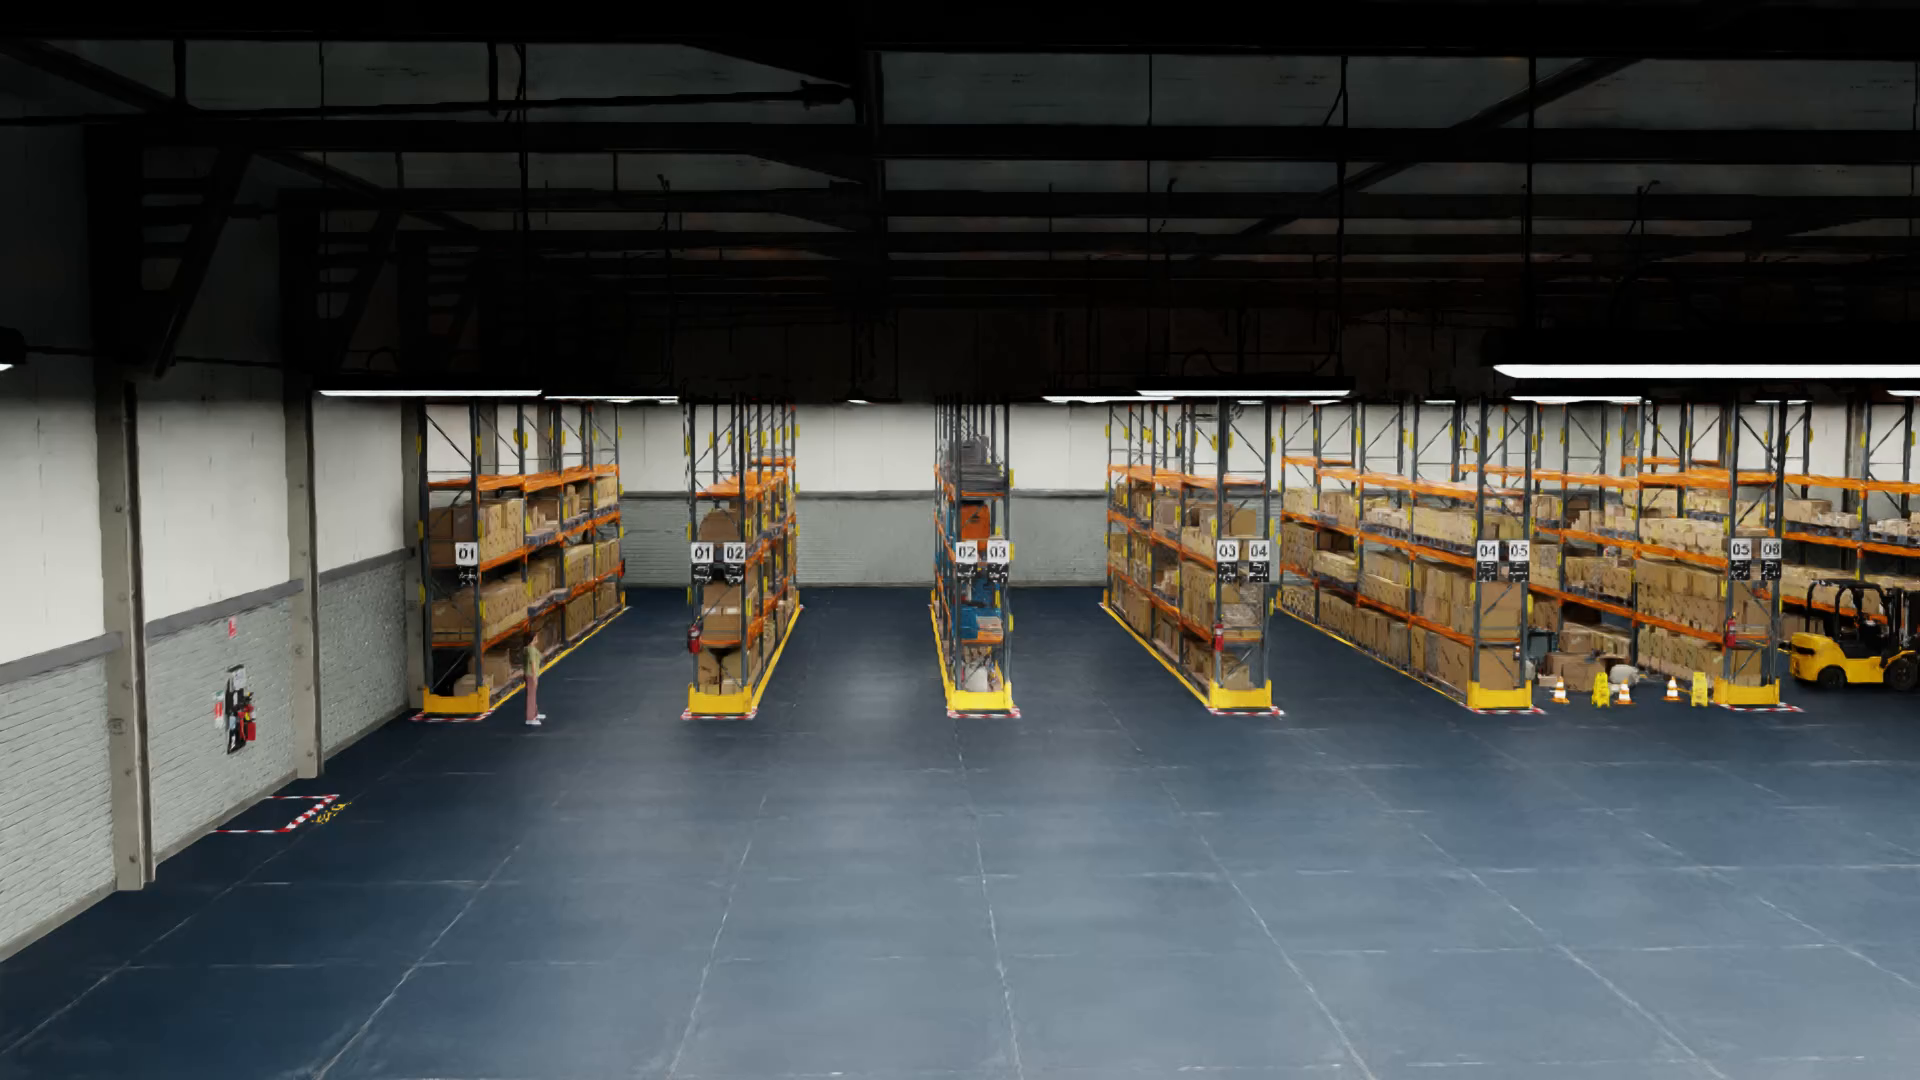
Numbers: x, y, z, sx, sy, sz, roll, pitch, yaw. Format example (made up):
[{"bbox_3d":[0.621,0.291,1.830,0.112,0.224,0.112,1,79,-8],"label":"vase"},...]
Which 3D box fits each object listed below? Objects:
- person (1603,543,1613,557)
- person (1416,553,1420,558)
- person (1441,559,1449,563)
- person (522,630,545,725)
[{"bbox_3d":[19.426,0.839,50.004,0.711,1.786,0.551,-3,5,-31],"label":"person"},{"bbox_3d":[12.942,1.148,47.139,0.463,1.594,0.528,-1,5,-9],"label":"person"},{"bbox_3d":[15.221,0.750,51.641,0.492,1.659,0.557,-3,6,-36],"label":"person"},{"bbox_3d":[-7.686,2.465,30.037,0.454,1.679,0.539,-3,5,-30],"label":"person"}]
